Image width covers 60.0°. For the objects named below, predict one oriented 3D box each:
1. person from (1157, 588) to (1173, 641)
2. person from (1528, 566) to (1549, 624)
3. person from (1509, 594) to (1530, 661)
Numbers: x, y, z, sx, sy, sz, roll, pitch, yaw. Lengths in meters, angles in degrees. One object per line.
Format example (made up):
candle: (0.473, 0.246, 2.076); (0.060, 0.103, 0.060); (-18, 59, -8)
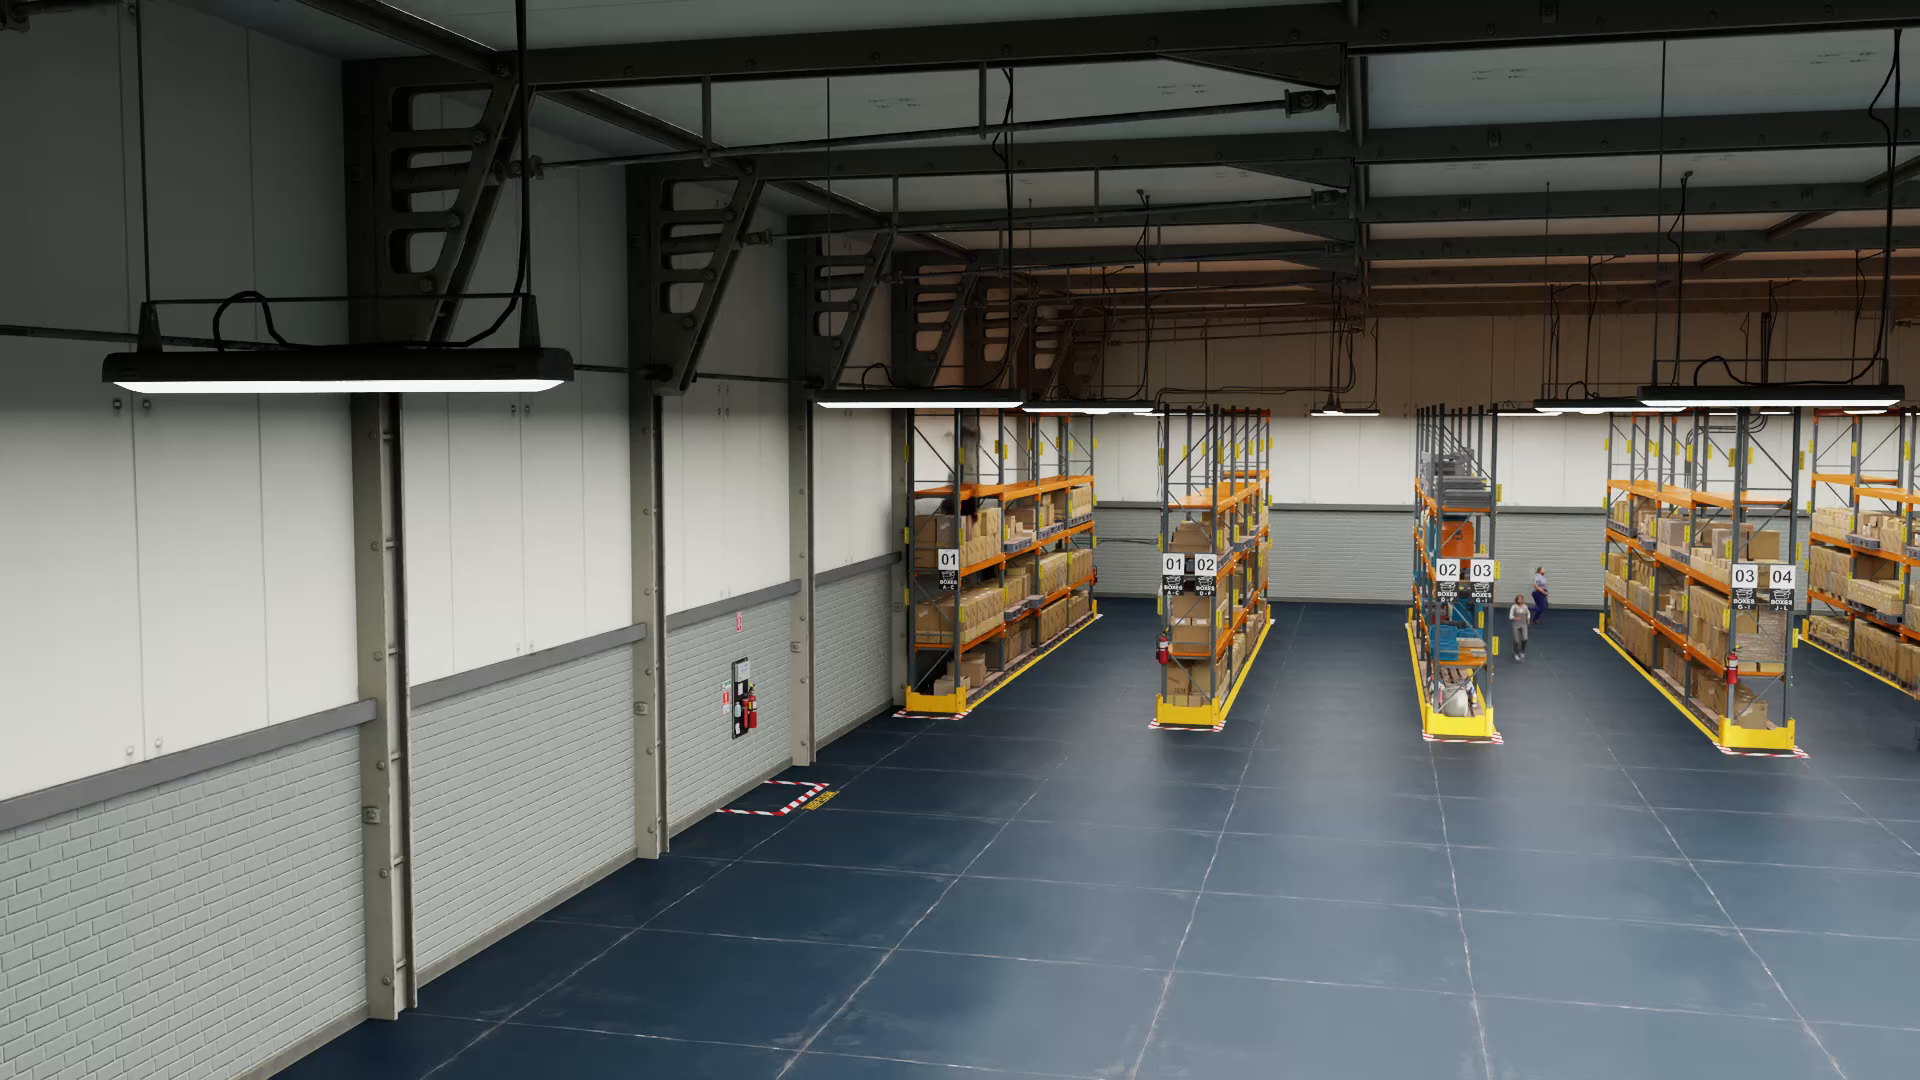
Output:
person: (5.317, 1.775, 42.763); (0.560, 1.667, 0.567); (1, 4, 16)
person: (16.242, 1.538, 46.636); (0.596, 1.611, 0.637); (3, 5, 37)
person: (13.192, 2.069, 39.156); (0.512, 1.570, 0.636); (1, 4, 9)
